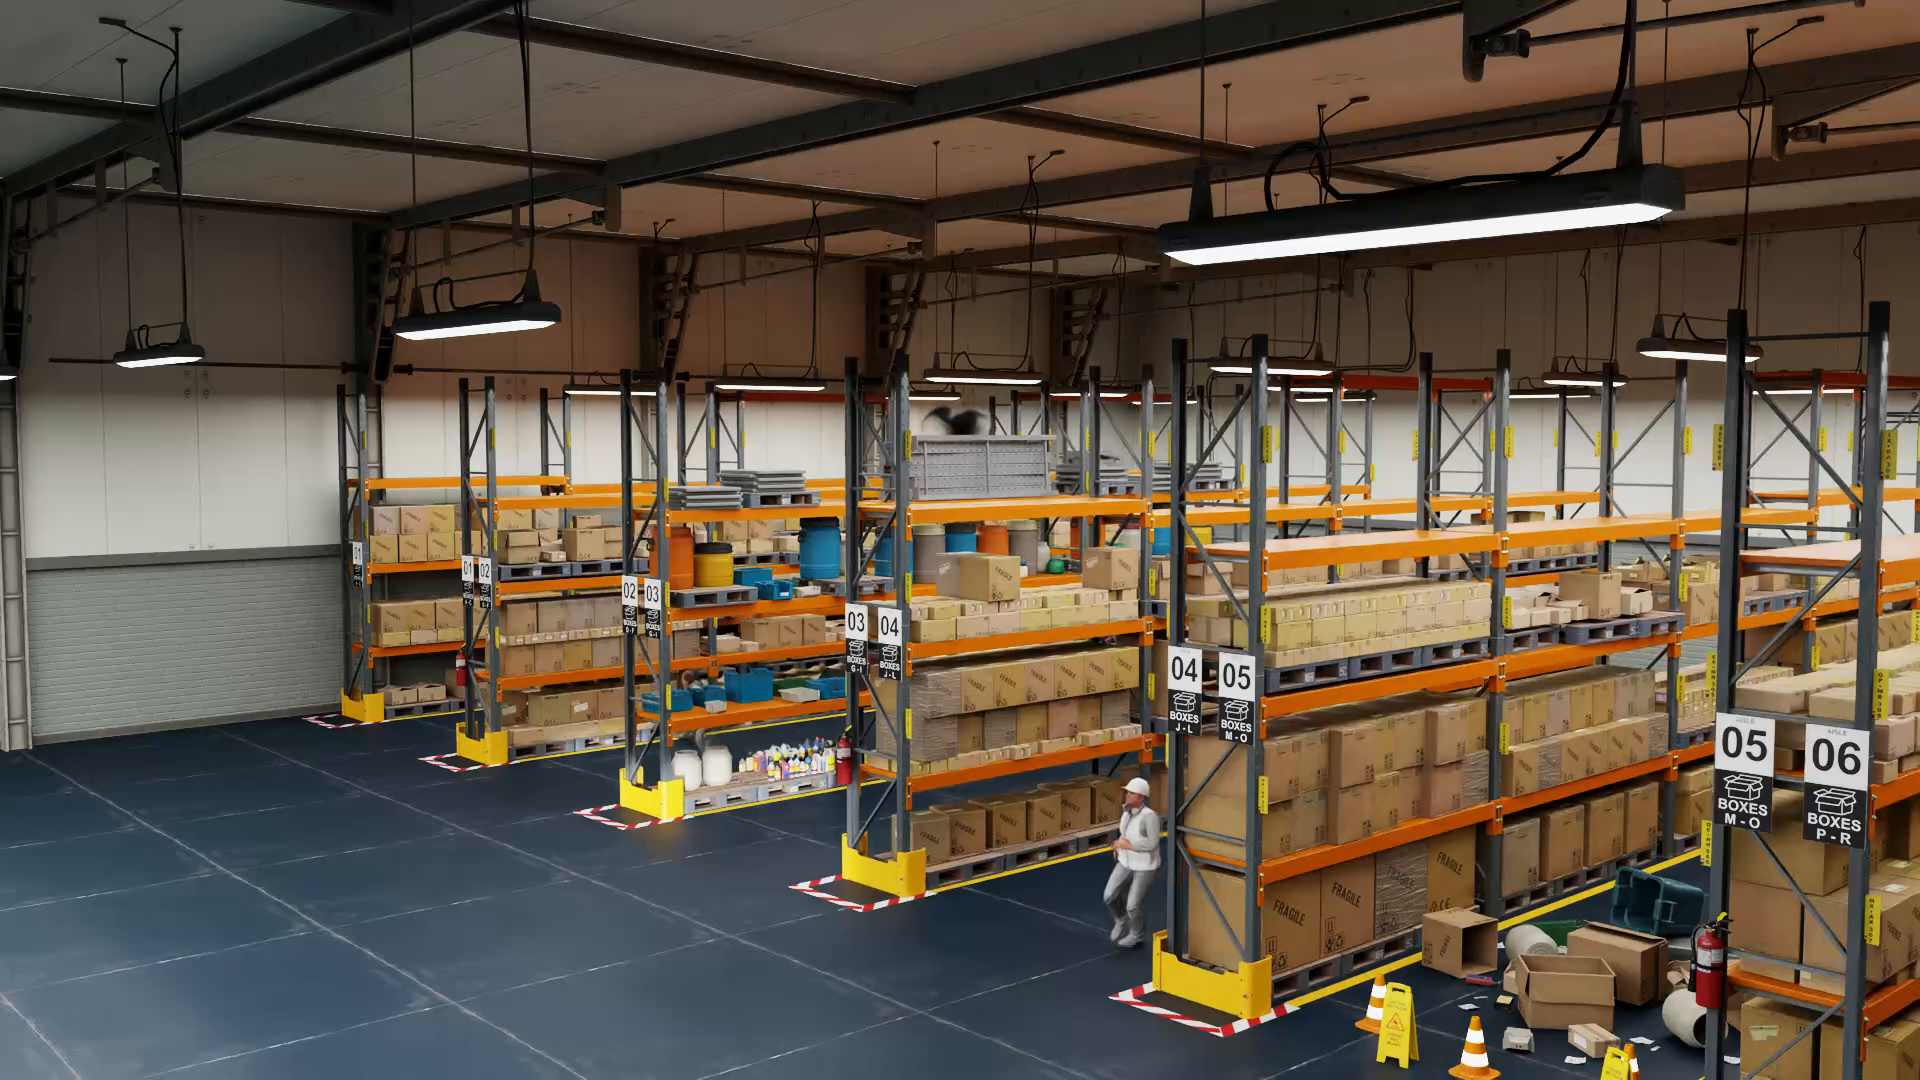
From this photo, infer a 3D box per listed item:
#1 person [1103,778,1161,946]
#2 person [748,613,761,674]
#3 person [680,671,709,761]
[{"bbox_3d":[1.723,3.218,16.525,0.718,1.734,0.640,4,5,43],"label":"person"},{"bbox_3d":[-4.036,2.190,32.831,0.537,1.586,0.881,2,4,31],"label":"person"},{"bbox_3d":[-4.080,2.739,25.450,0.525,1.526,0.680,3,5,42],"label":"person"}]
